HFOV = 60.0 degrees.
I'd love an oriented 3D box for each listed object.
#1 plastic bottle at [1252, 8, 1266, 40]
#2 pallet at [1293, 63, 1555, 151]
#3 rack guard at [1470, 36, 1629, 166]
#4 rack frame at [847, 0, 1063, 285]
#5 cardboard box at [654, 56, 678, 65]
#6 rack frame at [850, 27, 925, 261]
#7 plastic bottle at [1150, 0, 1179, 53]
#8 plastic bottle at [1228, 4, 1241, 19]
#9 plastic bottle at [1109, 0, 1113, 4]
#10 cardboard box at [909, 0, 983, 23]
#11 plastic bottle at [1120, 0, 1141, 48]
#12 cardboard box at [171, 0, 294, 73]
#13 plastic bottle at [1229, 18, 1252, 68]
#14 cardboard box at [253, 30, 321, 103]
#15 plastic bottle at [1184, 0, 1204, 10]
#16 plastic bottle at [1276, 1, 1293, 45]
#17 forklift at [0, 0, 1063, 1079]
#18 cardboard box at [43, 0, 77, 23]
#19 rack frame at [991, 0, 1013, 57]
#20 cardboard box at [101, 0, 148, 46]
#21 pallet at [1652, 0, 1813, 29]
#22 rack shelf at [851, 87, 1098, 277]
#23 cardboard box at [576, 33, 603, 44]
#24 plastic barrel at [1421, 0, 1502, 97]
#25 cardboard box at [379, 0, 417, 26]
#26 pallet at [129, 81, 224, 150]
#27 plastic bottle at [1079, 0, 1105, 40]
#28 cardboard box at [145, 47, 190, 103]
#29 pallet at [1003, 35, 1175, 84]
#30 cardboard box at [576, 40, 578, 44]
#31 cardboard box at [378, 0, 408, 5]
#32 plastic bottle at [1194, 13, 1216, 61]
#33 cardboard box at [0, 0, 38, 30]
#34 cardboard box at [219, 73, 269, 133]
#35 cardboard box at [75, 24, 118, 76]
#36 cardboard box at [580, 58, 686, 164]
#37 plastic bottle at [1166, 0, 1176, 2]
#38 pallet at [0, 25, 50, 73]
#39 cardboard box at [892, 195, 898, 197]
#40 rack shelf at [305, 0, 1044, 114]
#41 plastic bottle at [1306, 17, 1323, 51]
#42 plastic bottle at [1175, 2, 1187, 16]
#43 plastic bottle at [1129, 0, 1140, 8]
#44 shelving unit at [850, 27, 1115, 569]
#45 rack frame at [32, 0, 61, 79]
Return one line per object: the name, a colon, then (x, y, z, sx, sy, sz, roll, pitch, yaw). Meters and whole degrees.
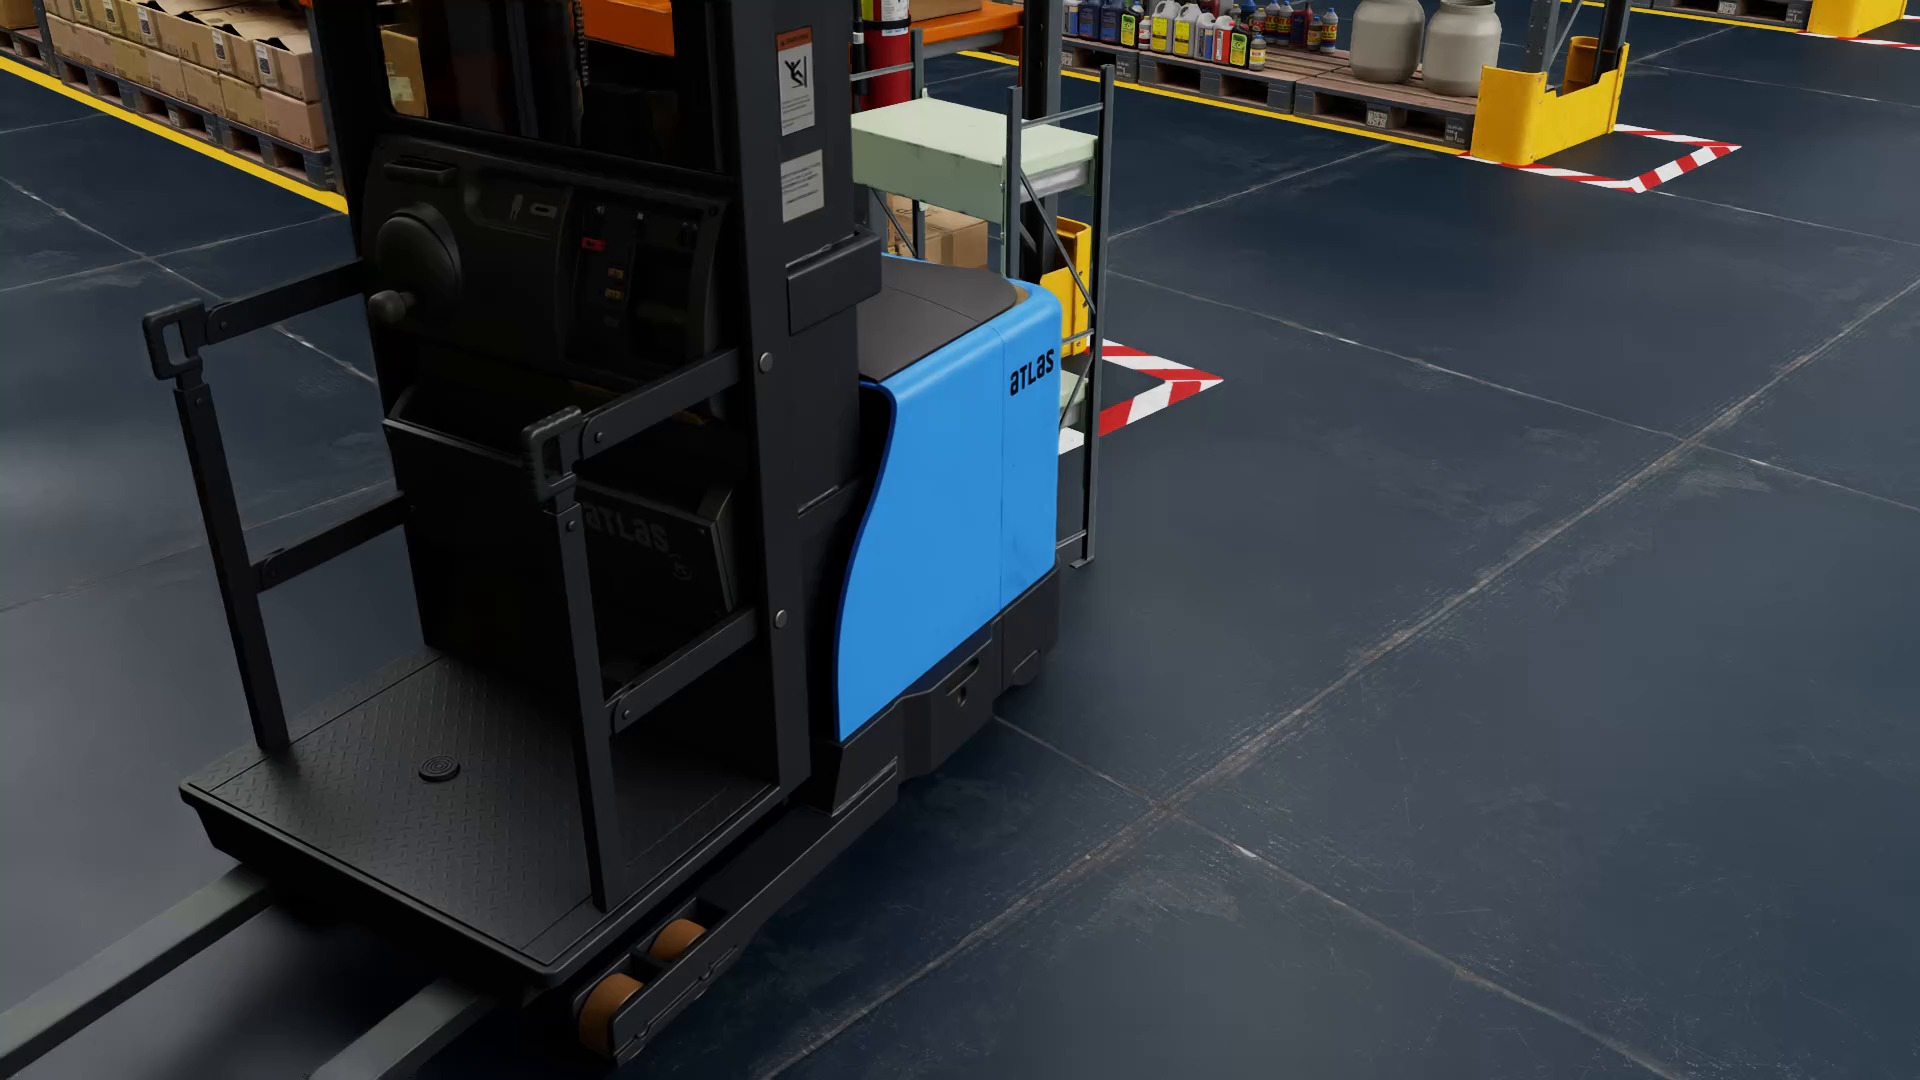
plastic bottle: (2.005, -3.448, 11.118, 0.097, 0.201, 0.097, 0, 28, 0)
pallet: (2.803, -2.662, 10.086, 1.213, 0.211, 1.003, 25, 36, 38)
rack guard: (3.378, -2.523, 9.511, 0.348, 0.500, 1.175, 25, 36, 38)
rack frame: (-0.010, -1.977, 5.788, 0.127, 3.000, 1.000, 25, 36, 38)
cardboard box: (-0.960, -1.848, 7.240, 0.500, 0.500, 0.500, 25, 36, 38)
rack frame: (-0.256, -0.781, 5.124, 0.023, 1.500, 0.400, 25, 36, 38)
plastic bottle: (1.335, -3.346, 10.764, 0.185, 0.351, 0.144, 24, 36, 38)
plastic bottle: (1.858, -3.515, 11.246, 0.097, 0.201, 0.097, 0, 28, 0)
plastic bottle: (0.999, -3.594, 11.236, 0.185, 0.351, 0.144, 25, 36, 38)
cardboard box: (-0.334, -2.178, 6.062, 0.500, 0.500, 0.700, 25, 36, 38)
plastic bottle: (1.121, -3.387, 10.915, 0.061, 0.283, 0.133, -23, 36, -37)
cardboard box: (-4.082, -2.868, 9.382, 0.500, 0.311, 0.500, 24, 36, 38)
plastic bottle: (1.752, -3.098, 10.365, 0.061, 0.283, 0.133, -24, 36, -38)
cardboard box: (-3.352, -2.537, 8.752, 0.500, 0.311, 0.500, 25, 36, 38)
plastic bottle: (1.588, -3.593, 11.306, 0.133, 0.283, 0.061, 25, 36, 38)
plastic bottle: (2.147, -3.414, 10.979, 0.097, 0.271, 0.097, 0, 28, 0)
forklift: (-0.942, -0.517, 3.084, 1.130, 2.935, 3.031, 16, 32, 28)
cardboard box: (-5.547, -3.536, 10.653, 0.500, 0.311, 0.500, -24, 36, -38)
rack frame: (0.613, -4.925, 11.394, 0.127, 3.000, 1.000, 25, 36, 38)
cardboard box: (-4.805, -3.201, 10.015, 0.500, 0.311, 0.500, 23, 36, 37)
pallet: (6.329, -4.331, 13.260, 1.213, 0.211, 1.003, 25, 36, 38)
rack shelf: (0.005, -1.007, 4.715, 0.720, 0.370, 0.431, 25, 36, 38)
cardboard box: (-1.671, -2.176, 7.862, 0.500, 0.500, 0.500, 25, 36, 38)
plastic barrel: (2.942, -2.894, 9.753, 0.421, 0.512, 0.421, 0, 28, 0)
cardboard box: (-2.751, -2.328, 8.152, 0.500, 0.500, 0.500, 25, 36, 38)
pallet: (-4.289, -2.674, 10.109, 1.213, 0.211, 1.003, 25, 36, 38)
plastic bottle: (0.898, -3.546, 11.145, 0.144, 0.351, 0.185, -24, 36, -38)
cardboard box: (-4.448, -2.790, 9.835, 0.500, 0.250, 0.500, -24, 36, -38)
pallet: (1.063, -3.458, 11.600, 1.213, 0.211, 1.003, 25, 36, 38)
cardboard box: (-2.038, -2.002, 7.532, 0.500, 0.500, 0.500, 25, 36, 38)
cardboard box: (-3.336, -2.882, 9.409, 0.500, 0.311, 0.500, 24, 36, 38)
plastic bottle: (1.589, -3.200, 10.566, 0.135, 0.276, 0.152, 23, 36, 37)
cardboard box: (-6.546, -3.903, 11.664, 0.500, 0.500, 0.500, -24, 36, -37)
cardboard box: (-3.721, -2.456, 9.201, 0.500, 0.250, 0.500, 24, 36, 38)
cardboard box: (-5.188, -3.125, 10.472, 0.500, 0.250, 0.500, 23, 36, 37)
cardboard box: (-1.324, -1.676, 6.912, 0.500, 0.500, 0.500, 25, 36, 38)
plastic bottle: (1.411, -3.770, 11.571, 0.185, 0.351, 0.144, 22, 35, 36)
pallet: (-6.221, -3.610, 11.888, 1.213, 0.211, 1.003, 25, 36, 38)
cardboard box: (-0.596, -1.357, 7.111, 0.500, 0.250, 0.500, 25, 36, 38)
rack shelf: (-1.436, -2.312, 7.196, 4.000, 0.370, 1.077, 25, 36, 38)
plastic bottle: (2.317, -3.305, 10.846, 0.097, 0.201, 0.097, 0, 28, 0)
plastic bottle: (1.421, -3.370, 10.891, 0.135, 0.276, 0.152, 25, 36, 38)
plastic bottle: (1.173, -3.785, 11.599, 0.185, 0.351, 0.144, 25, 36, 38)
shelving unit: (0.005, -0.662, 4.897, 0.755, 1.500, 0.431, 25, 36, 38)
rack frame: (-5.715, -4.588, 10.752, 0.127, 3.000, 1.000, 25, 36, 38)
